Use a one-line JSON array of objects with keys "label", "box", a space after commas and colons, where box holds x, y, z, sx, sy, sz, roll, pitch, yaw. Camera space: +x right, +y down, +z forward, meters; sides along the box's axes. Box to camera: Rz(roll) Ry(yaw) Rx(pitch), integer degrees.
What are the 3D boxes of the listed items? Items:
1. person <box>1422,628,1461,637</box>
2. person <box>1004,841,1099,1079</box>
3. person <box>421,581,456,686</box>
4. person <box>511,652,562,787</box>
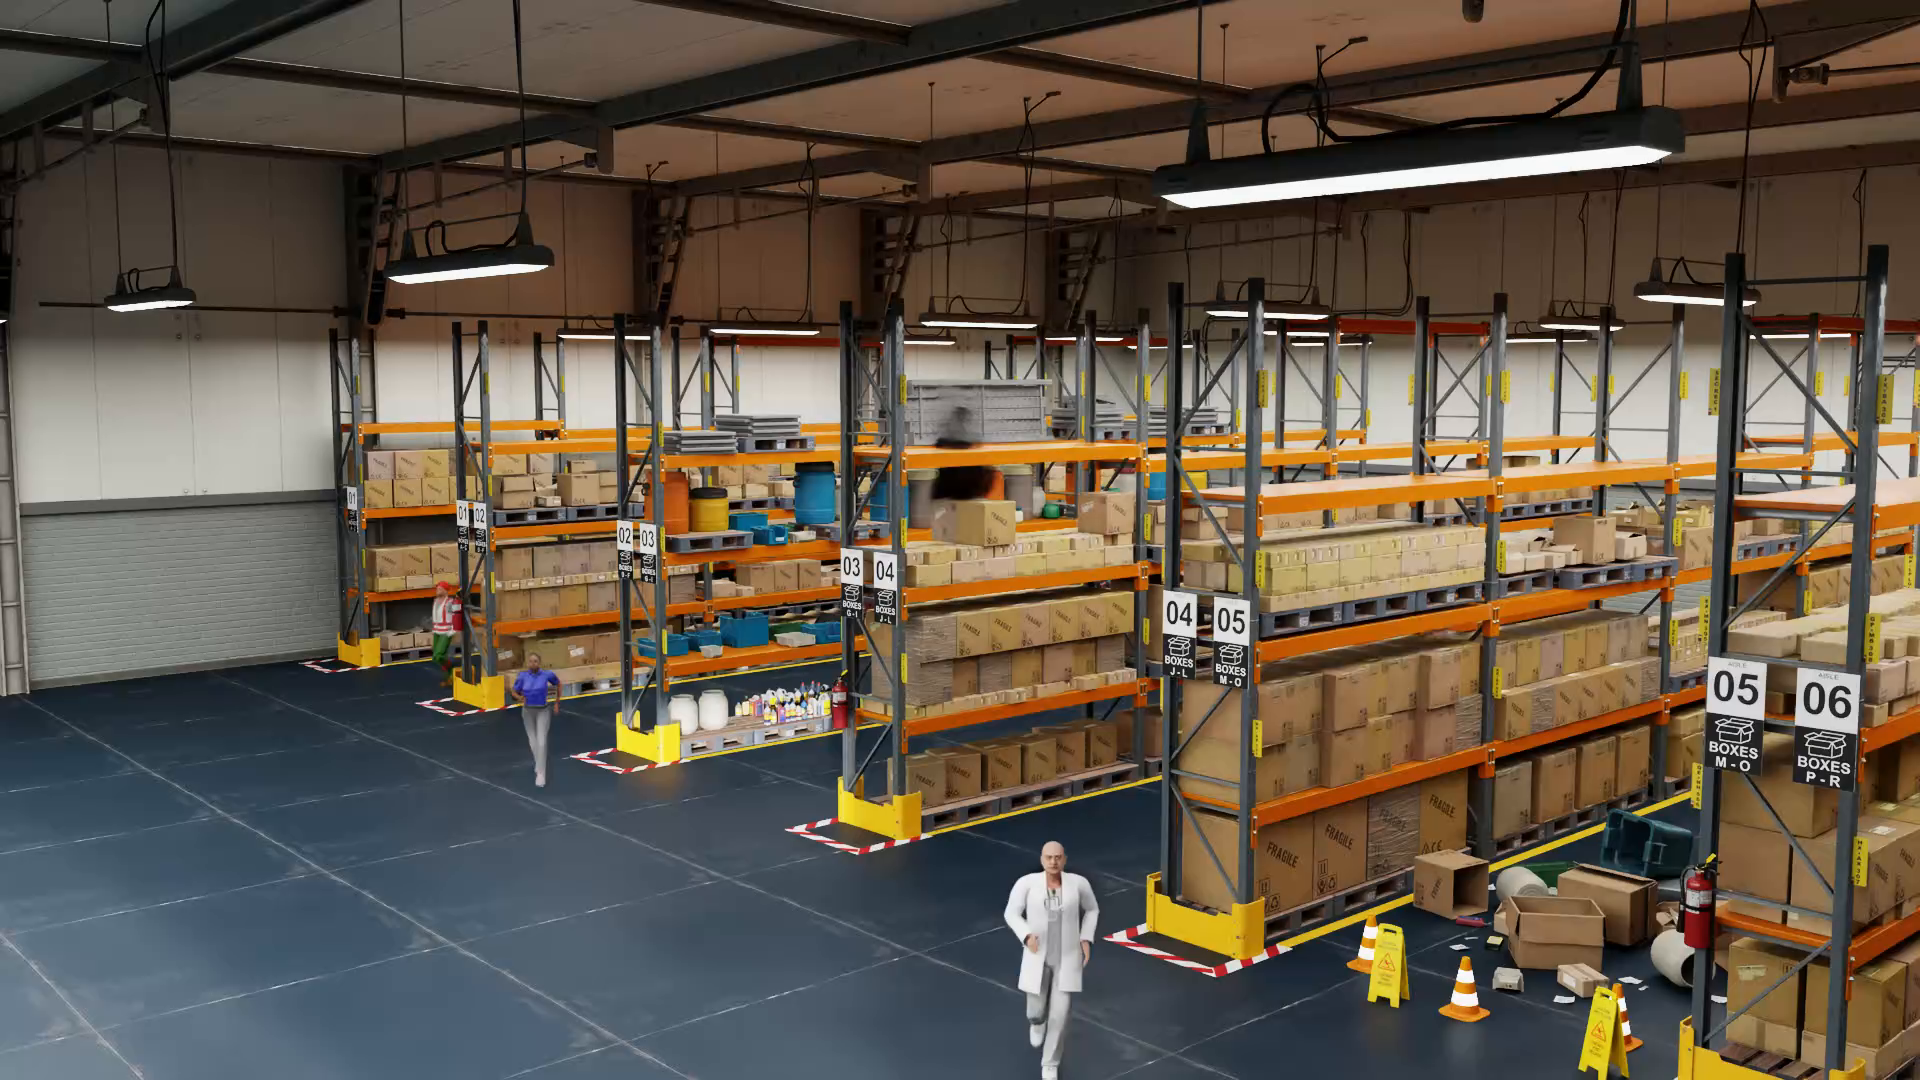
[{"label": "person", "box": [6.813, 1.955, 23.683, 0.792, 1.829, 0.685, -5, 8, -43]}, {"label": "person", "box": [0.683, 3.080, 12.343, 0.709, 1.737, 0.757, 0, 6, 0]}, {"label": "person", "box": [-8.594, 1.561, 27.541, 0.655, 1.760, 0.556, 4, 7, 35]}, {"label": "person", "box": [-5.414, 2.254, 21.281, 0.601, 1.688, 0.826, 0, 6, -2]}]
